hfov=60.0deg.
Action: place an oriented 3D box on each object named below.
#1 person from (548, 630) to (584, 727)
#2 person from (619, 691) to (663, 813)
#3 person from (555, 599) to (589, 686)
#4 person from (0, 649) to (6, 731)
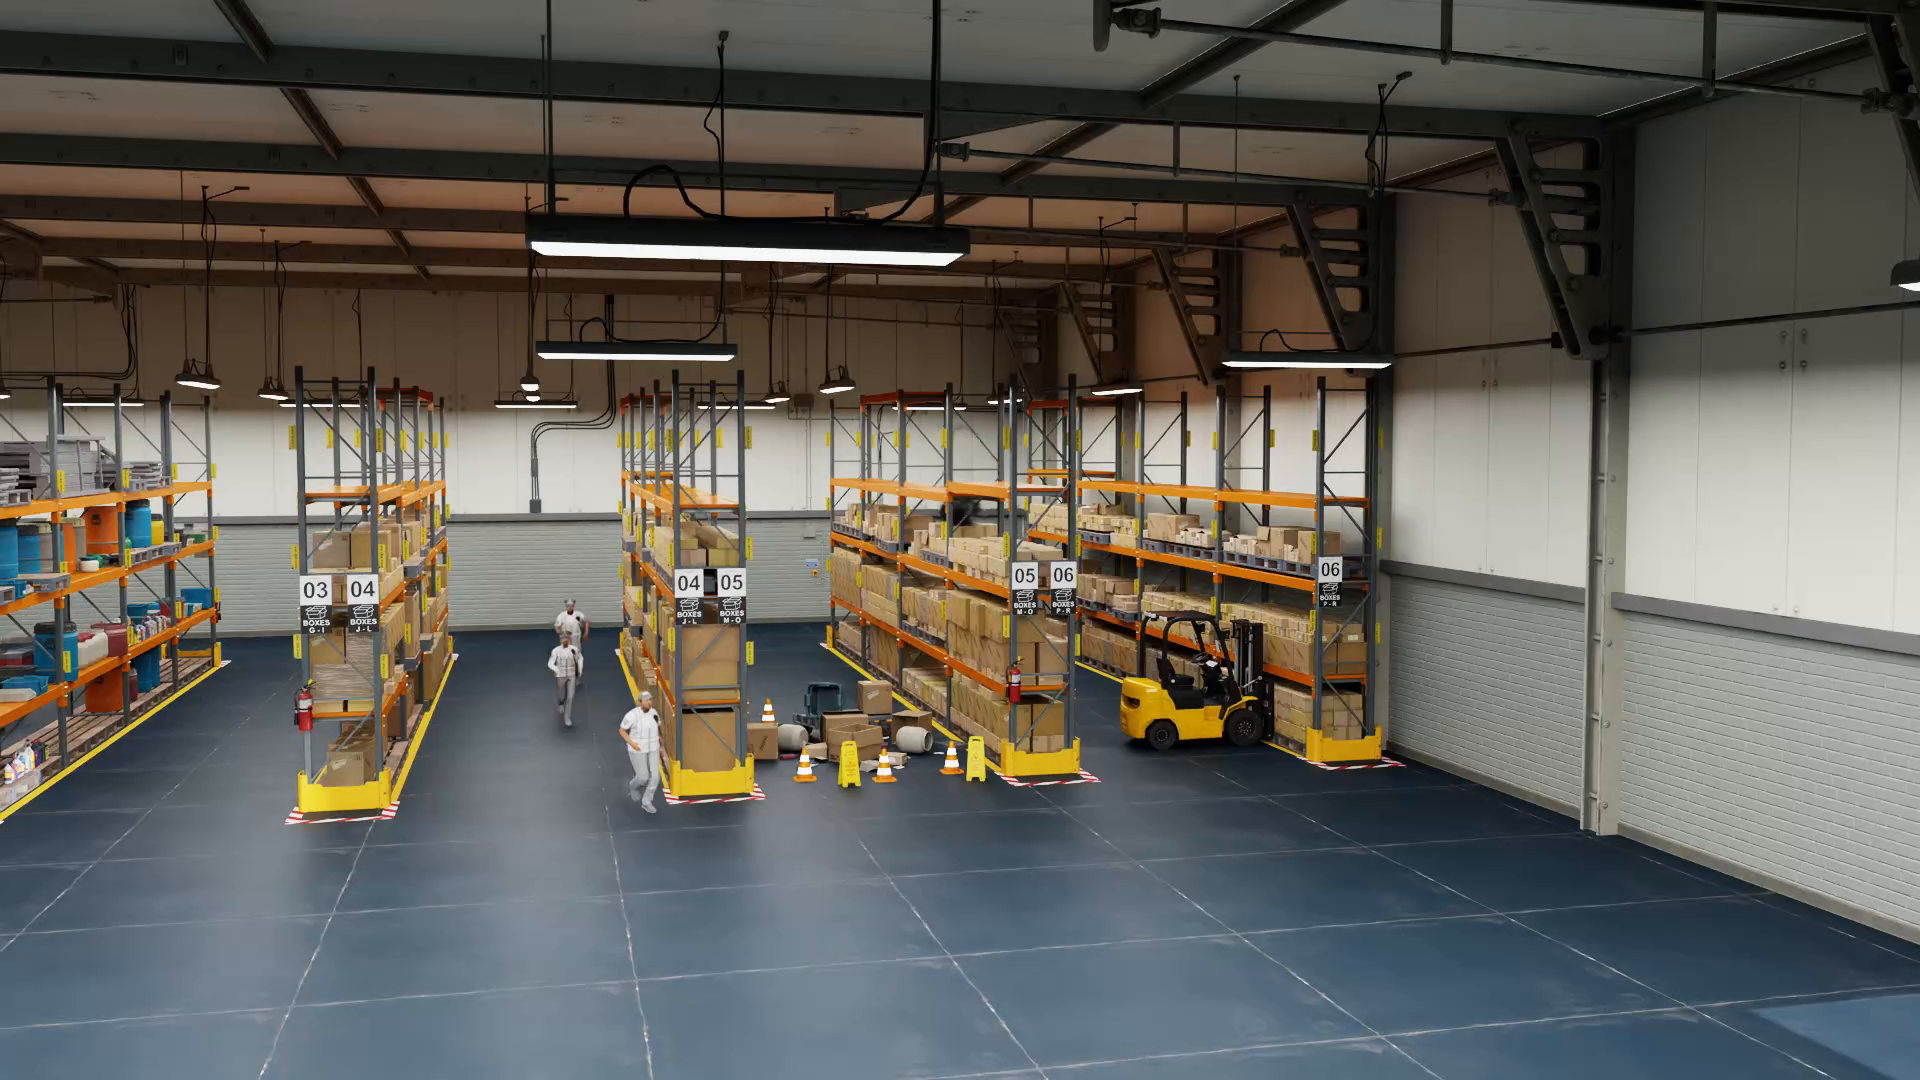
[{"bbox_3d":[-6.961,2.422,29.450,0.632,1.670,0.842,-1,4,-18],"label":"person"},{"bbox_3d":[-4.288,2.857,22.533,0.639,1.637,0.532,-2,4,-36],"label":"person"},{"bbox_3d":[-7.947,2.113,34.036,0.678,1.848,0.740,-1,3,-12],"label":"person"},{"bbox_3d":[-16.311,2.383,28.051,0.679,1.568,0.844,-1,4,-13],"label":"person"}]
